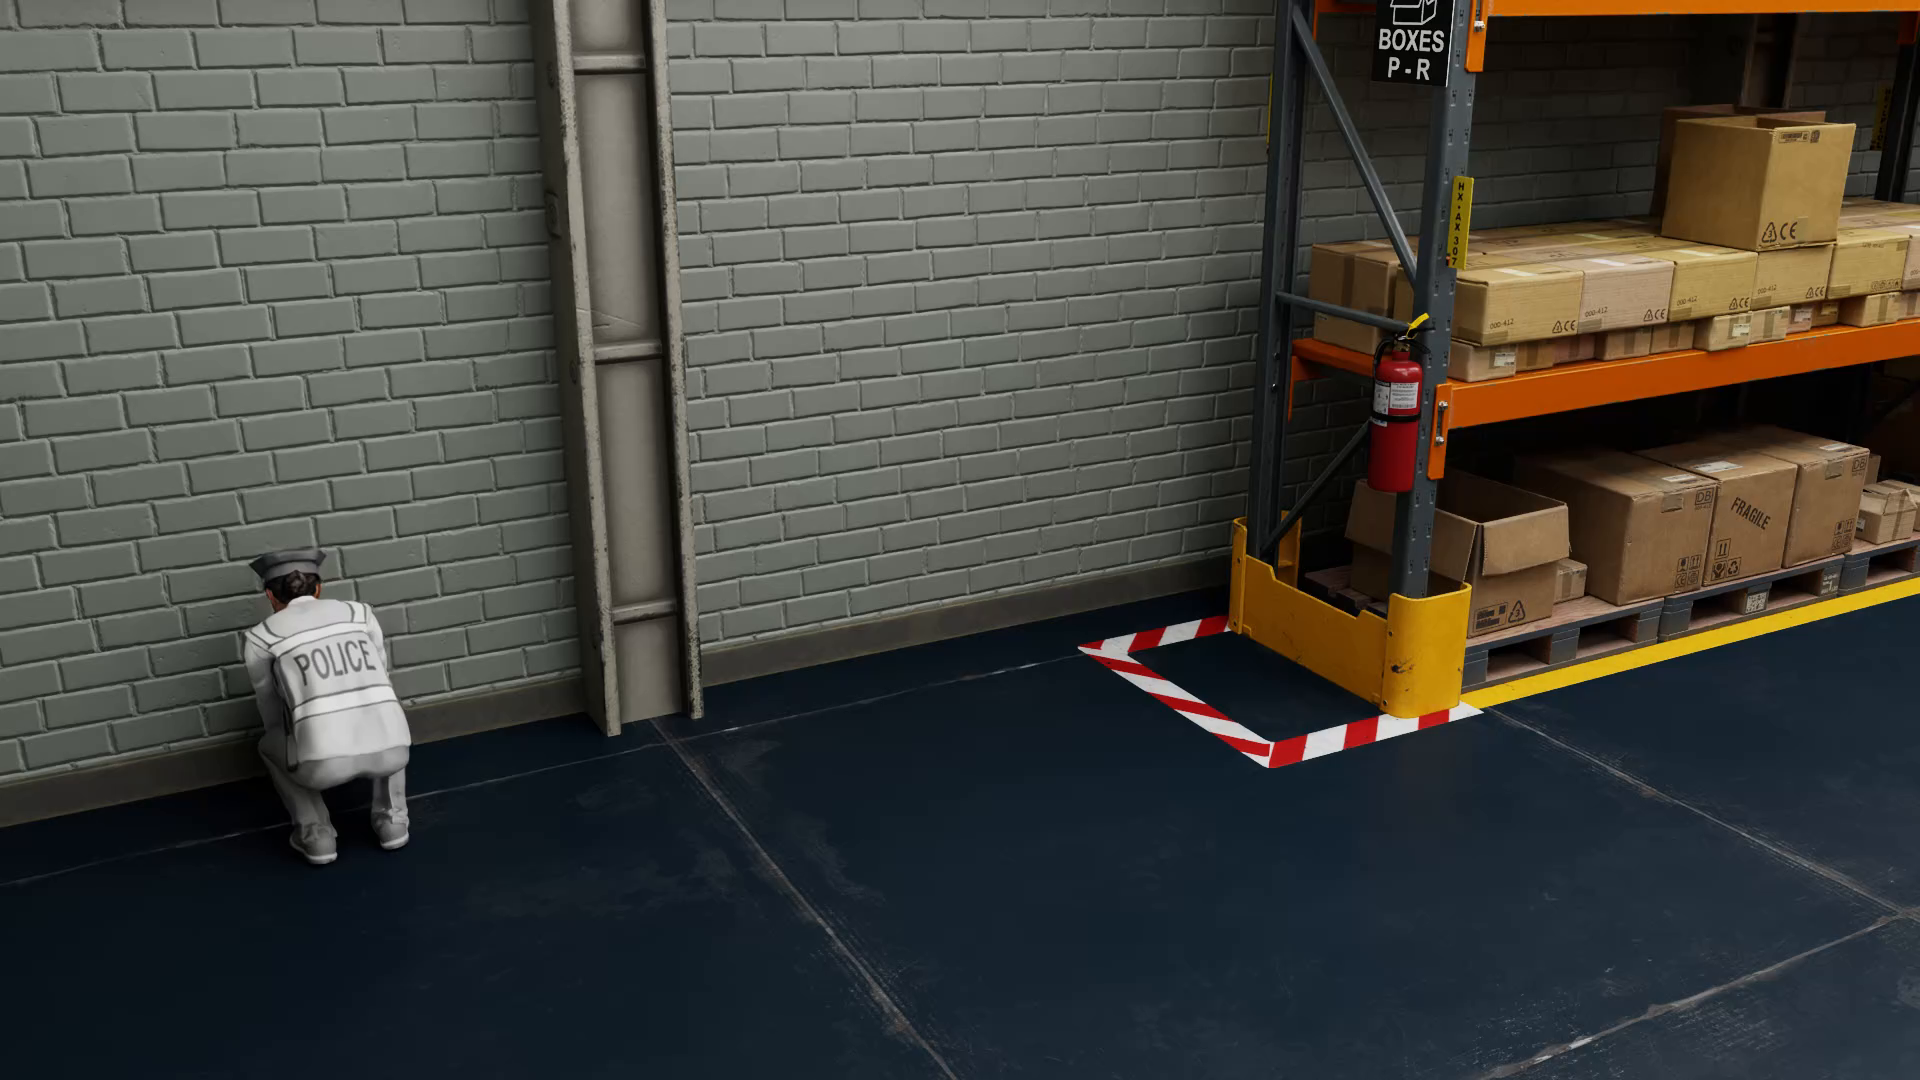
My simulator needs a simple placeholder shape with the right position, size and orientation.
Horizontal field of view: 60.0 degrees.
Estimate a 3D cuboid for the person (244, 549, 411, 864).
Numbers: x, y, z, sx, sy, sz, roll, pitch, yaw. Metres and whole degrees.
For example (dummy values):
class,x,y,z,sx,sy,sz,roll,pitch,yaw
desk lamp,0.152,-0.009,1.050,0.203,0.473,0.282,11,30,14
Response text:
class,x,y,z,sx,sy,sz,roll,pitch,yaw
person,-2.128,0.531,5.598,0.471,0.971,0.841,-10,21,-27
